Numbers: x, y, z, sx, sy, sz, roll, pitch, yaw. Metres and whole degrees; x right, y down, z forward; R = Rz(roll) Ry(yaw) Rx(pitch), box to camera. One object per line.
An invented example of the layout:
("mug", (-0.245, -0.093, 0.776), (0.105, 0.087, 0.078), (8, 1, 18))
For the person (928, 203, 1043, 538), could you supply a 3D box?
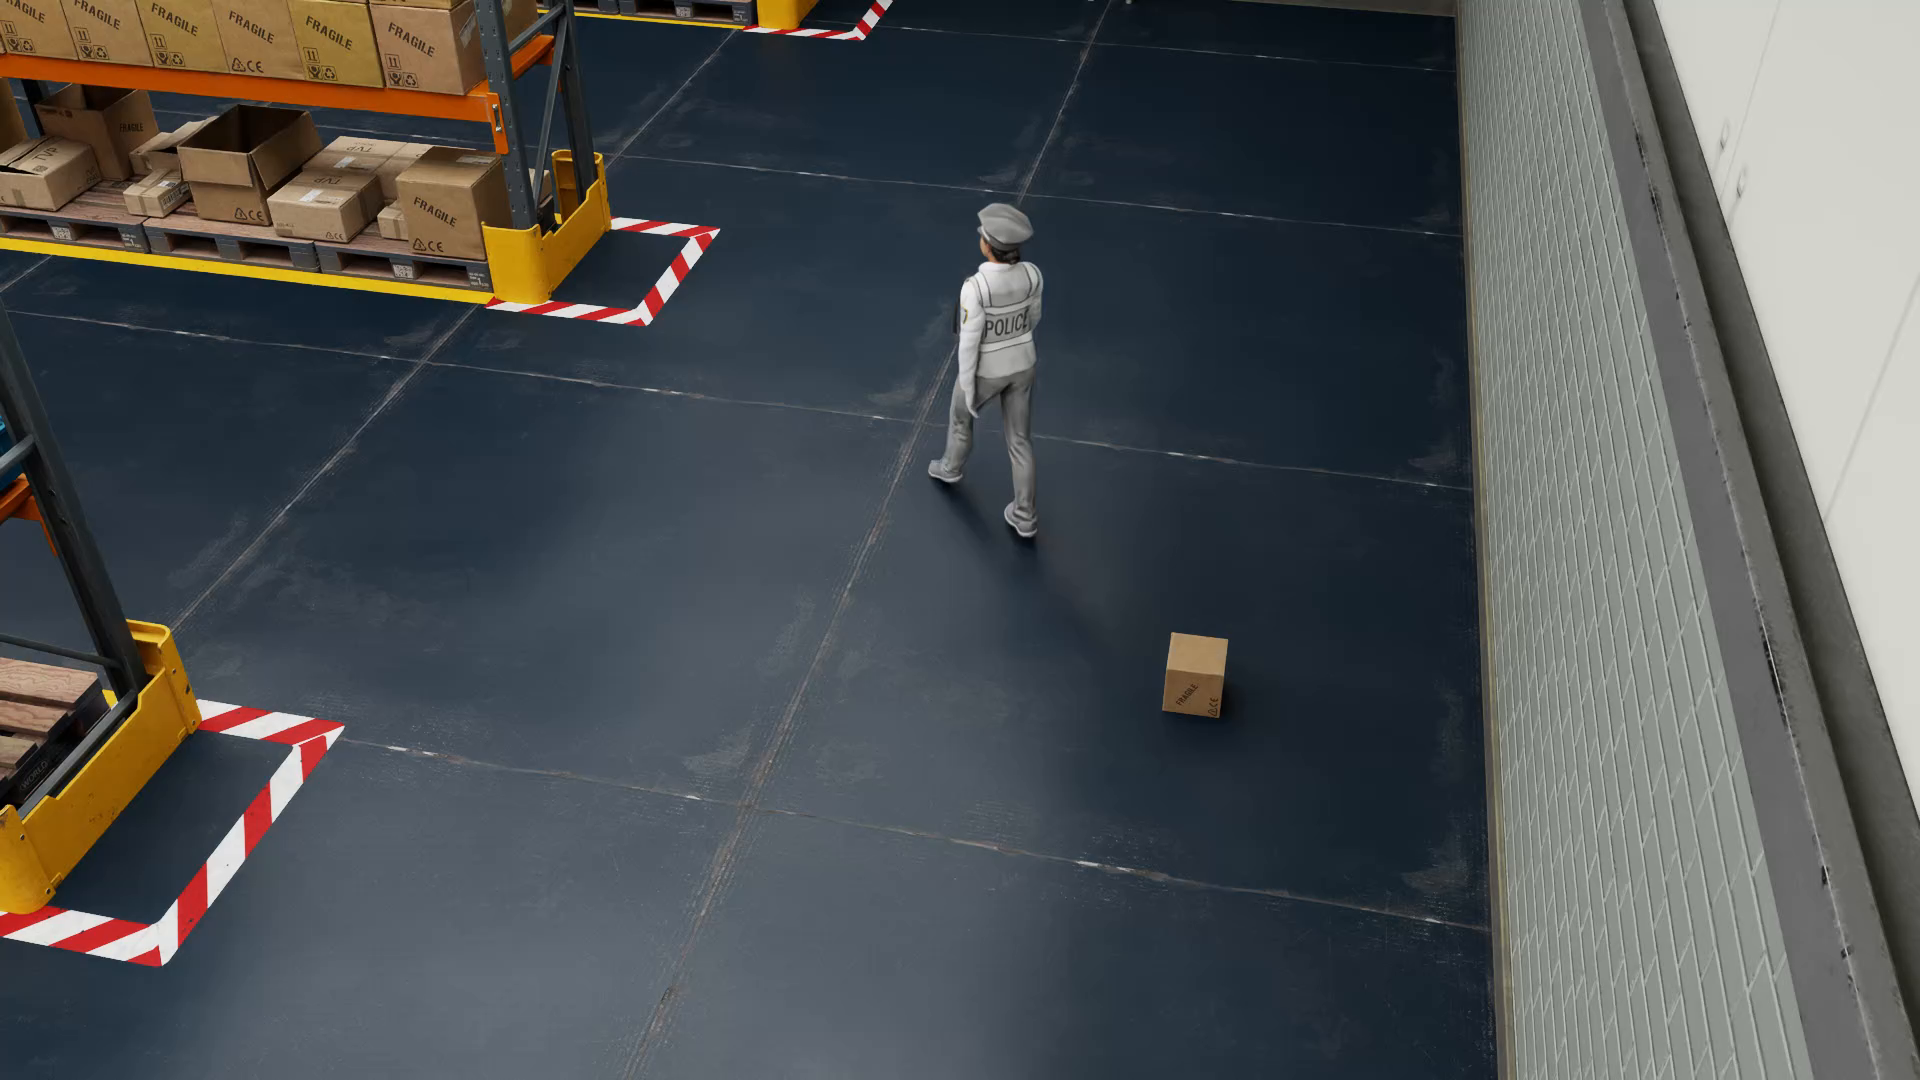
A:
("person", (0.150, -0.866, 8.091), (0.501, 1.679, 0.862), (-16, 40, -20))
